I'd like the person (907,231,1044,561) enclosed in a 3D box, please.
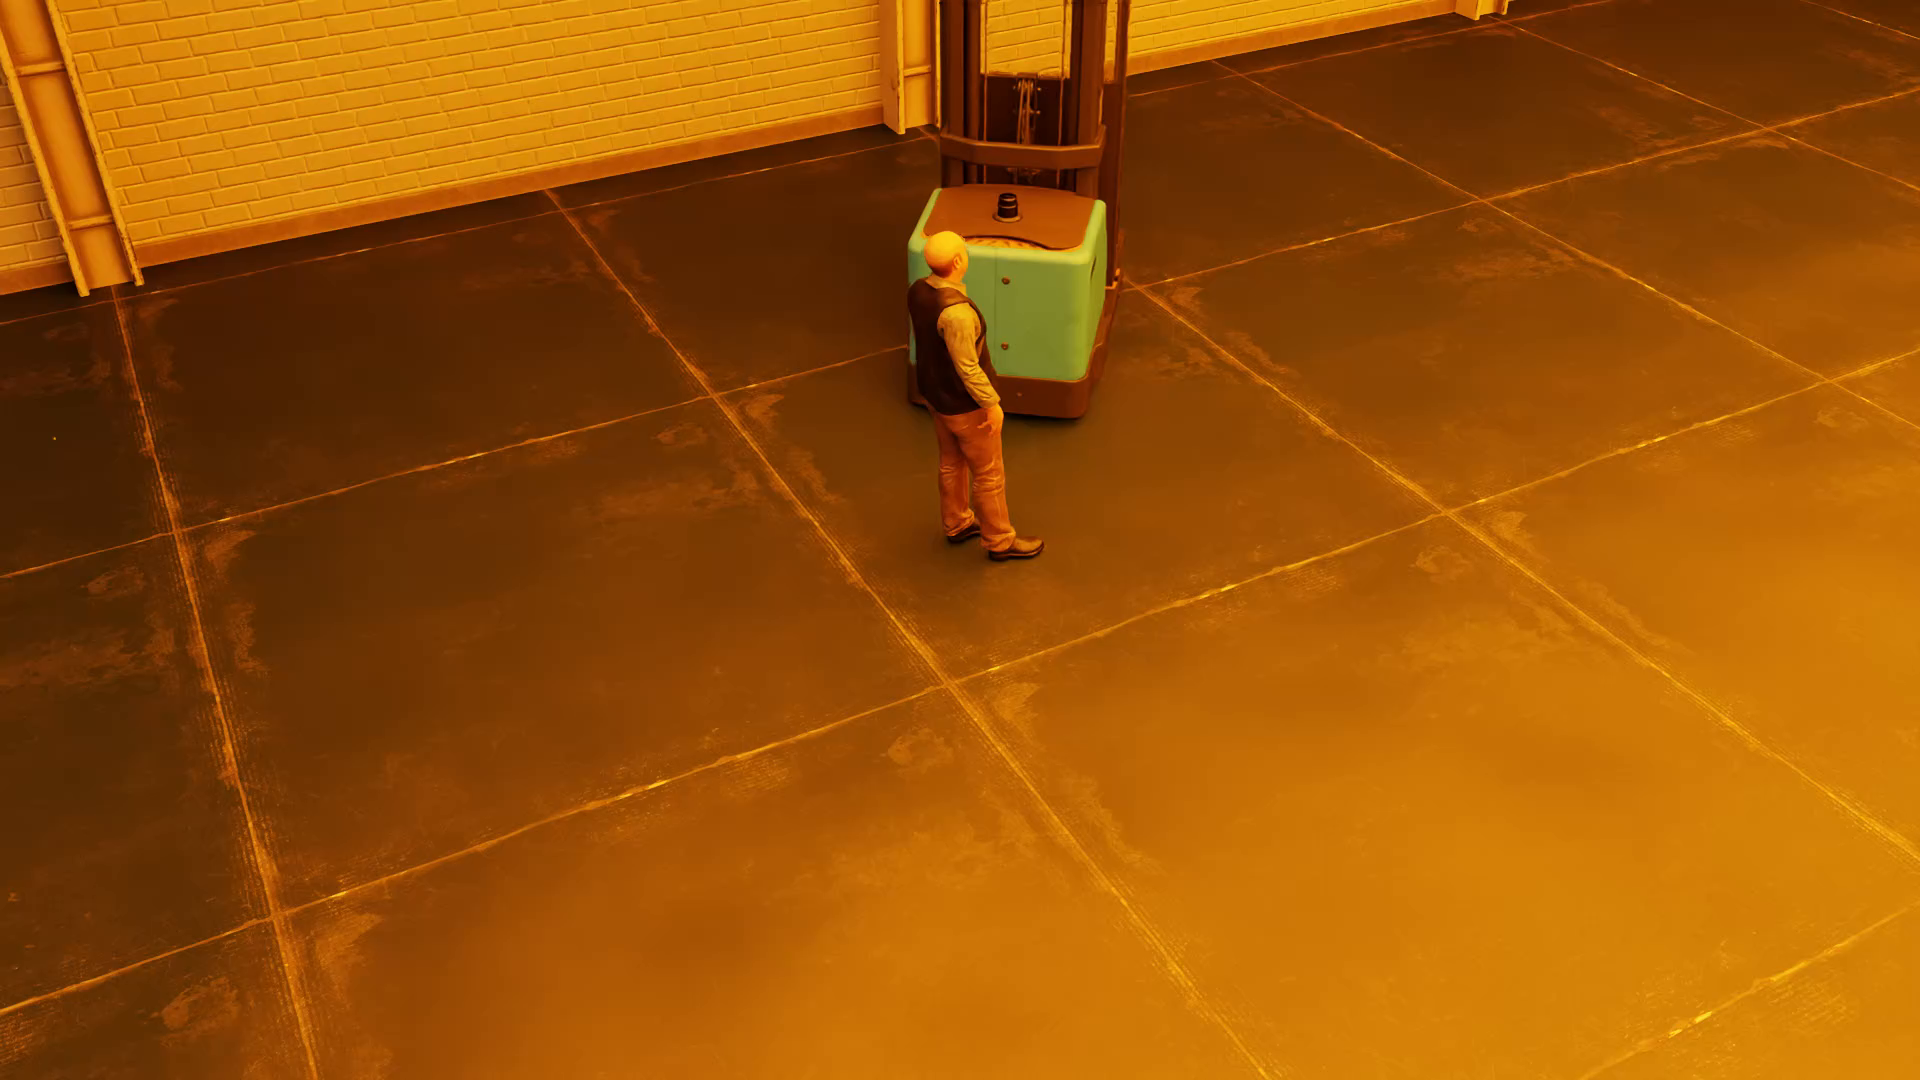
[{"bbox_3d":[0.058,-0.721,8.179,0.568,1.720,0.632,-17,39,-23],"label":"person"}]

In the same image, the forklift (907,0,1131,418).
[{"bbox_3d":[0.471,-2.738,9.996,1.130,2.935,3.031,6,36,9],"label":"forklift"}]
